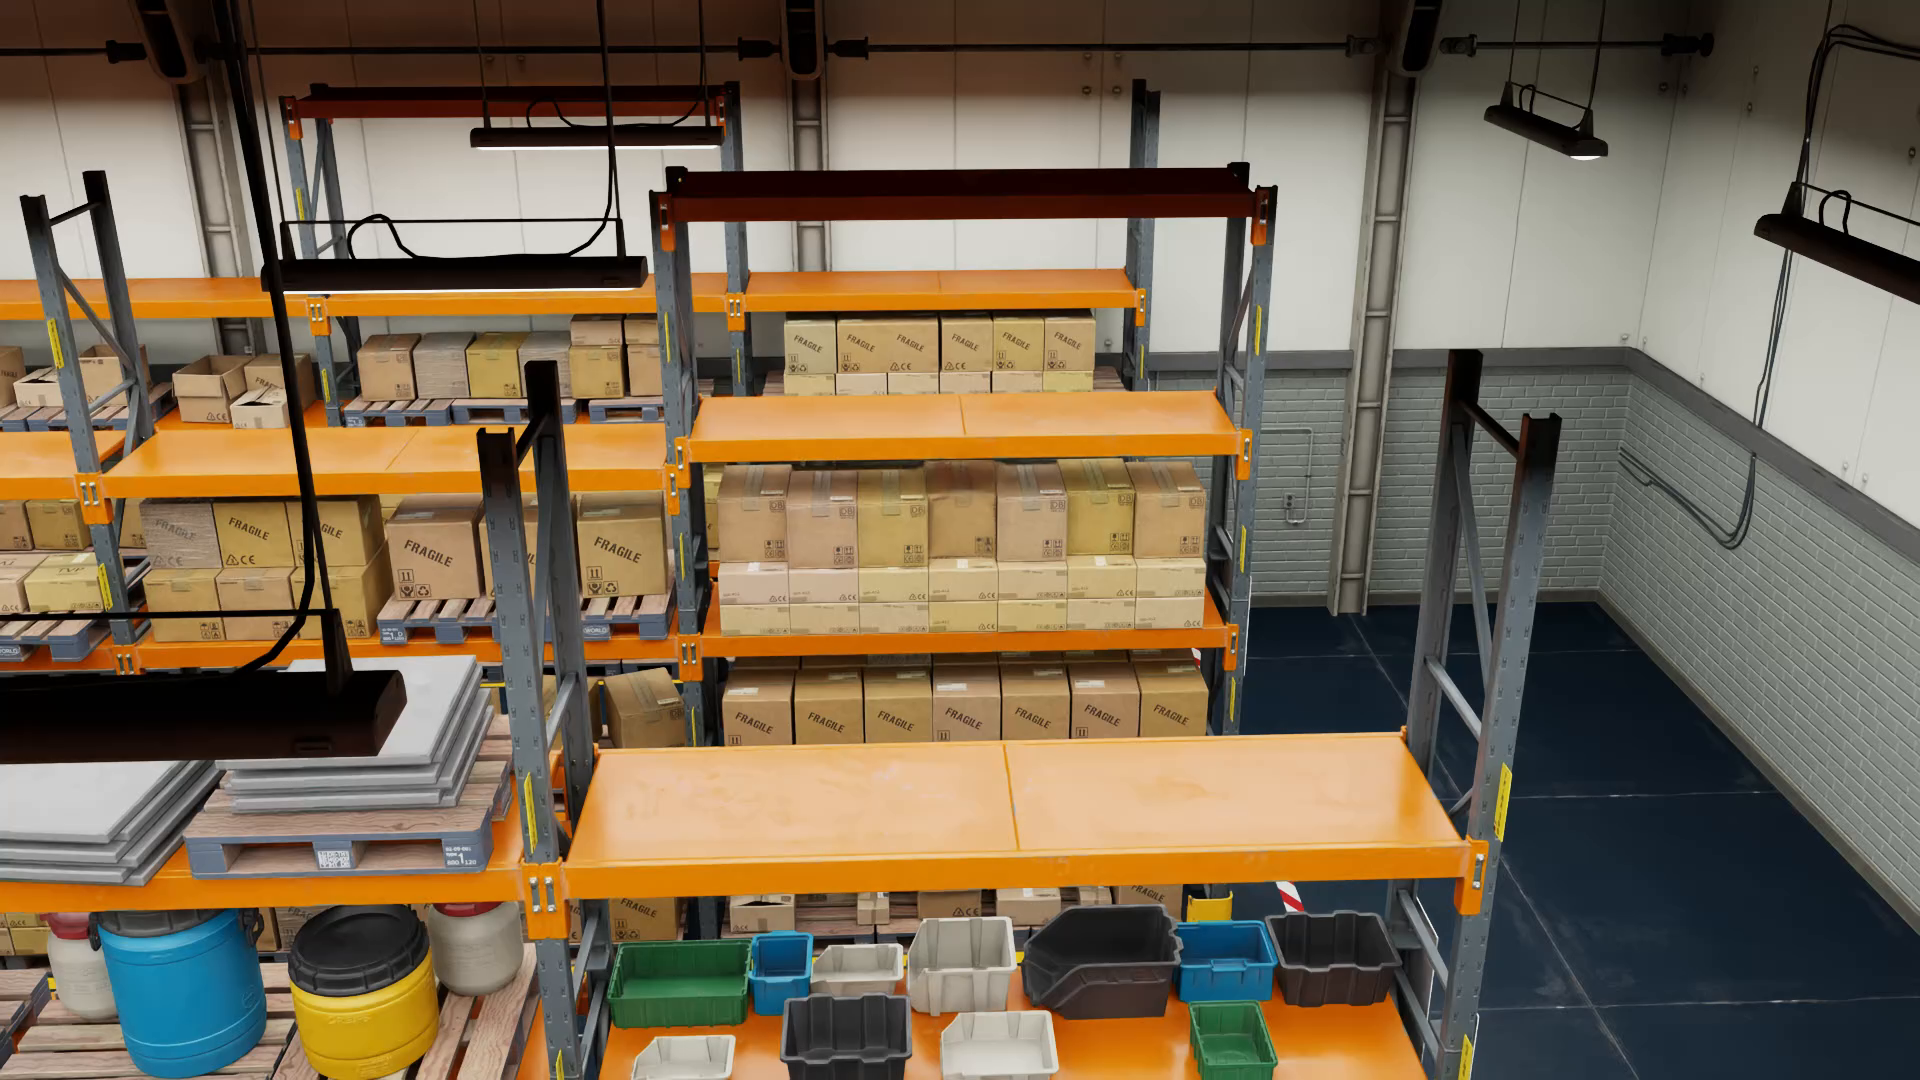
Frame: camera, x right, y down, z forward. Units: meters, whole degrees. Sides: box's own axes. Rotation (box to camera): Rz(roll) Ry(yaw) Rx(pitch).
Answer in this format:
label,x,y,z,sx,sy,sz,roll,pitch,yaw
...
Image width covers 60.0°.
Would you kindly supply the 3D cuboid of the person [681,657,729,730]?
label,x,y,z,sx,sy,sz,roll,pitch,yaw
person,-2.353,1.295,15.744,1.020,1.669,0.554,-7,23,-18
